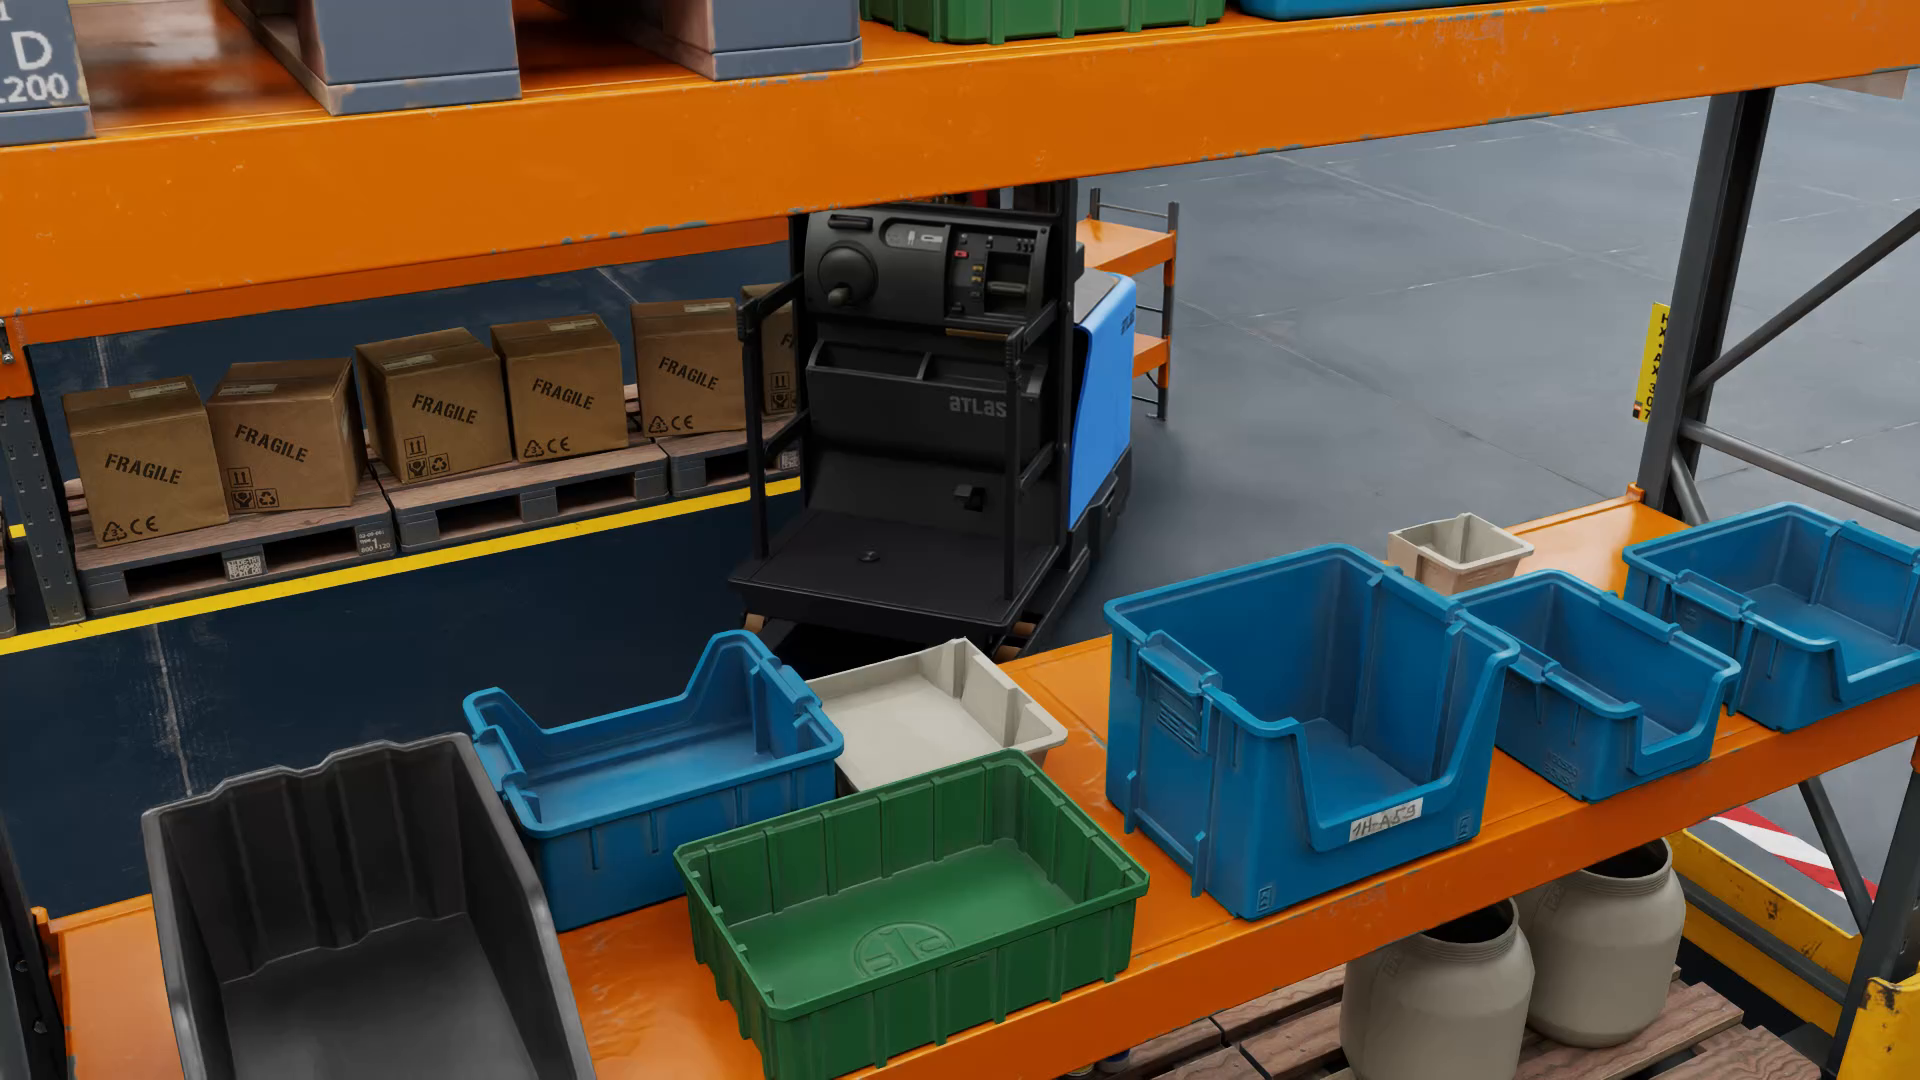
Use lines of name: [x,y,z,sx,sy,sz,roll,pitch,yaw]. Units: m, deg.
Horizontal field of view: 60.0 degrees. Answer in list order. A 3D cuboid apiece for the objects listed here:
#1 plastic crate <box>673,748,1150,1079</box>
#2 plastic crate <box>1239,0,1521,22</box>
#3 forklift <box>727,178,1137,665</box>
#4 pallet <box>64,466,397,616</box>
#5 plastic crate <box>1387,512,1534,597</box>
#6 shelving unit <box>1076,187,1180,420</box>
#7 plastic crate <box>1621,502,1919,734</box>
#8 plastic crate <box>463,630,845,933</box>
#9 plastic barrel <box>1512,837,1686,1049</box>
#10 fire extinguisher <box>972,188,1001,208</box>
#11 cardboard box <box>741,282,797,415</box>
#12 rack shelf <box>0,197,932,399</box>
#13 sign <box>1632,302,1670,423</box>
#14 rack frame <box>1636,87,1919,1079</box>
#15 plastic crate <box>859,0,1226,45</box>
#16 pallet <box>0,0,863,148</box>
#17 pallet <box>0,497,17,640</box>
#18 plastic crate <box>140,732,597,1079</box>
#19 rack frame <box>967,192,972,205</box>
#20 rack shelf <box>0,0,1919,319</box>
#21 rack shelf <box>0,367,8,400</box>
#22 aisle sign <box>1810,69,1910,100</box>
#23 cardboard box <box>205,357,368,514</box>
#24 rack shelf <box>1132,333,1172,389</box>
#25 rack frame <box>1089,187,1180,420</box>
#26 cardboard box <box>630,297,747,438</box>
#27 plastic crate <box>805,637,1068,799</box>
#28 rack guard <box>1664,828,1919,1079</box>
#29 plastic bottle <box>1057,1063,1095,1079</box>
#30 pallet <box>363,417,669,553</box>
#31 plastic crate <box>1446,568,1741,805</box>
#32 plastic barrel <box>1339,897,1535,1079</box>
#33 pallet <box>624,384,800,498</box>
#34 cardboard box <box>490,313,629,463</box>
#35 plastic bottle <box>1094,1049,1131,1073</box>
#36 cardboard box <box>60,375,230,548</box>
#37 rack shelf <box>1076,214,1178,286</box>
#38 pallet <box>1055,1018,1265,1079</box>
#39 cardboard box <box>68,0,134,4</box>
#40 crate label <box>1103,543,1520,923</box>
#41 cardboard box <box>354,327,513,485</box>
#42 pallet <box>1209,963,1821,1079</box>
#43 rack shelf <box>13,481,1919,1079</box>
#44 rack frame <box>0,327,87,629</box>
plastic crate: [-0.083,0.613,2.753,0.662,0.188,0.450,-13,29,-25]
plastic crate: [0.575,-0.971,2.359,0.575,0.384,0.392,-13,29,-25]
forklift: [-0.196,-0.969,5.881,1.130,2.935,3.031,9,27,17]
pallet: [-3.168,-0.099,7.212,1.213,0.211,1.003,-13,29,-25]
plastic crate: [1.175,0.049,3.986,0.250,0.136,0.298,-13,29,-25]
shelving unit: [0.547,-1.016,8.067,0.538,1.125,1.048,18,31,33]
plastic crate: [1.815,0.154,3.635,0.616,0.251,0.499,-13,29,-25]
plastic crate: [-0.565,0.424,3.074,0.616,0.251,0.499,-13,29,-25]
plastic barrel: [1.571,0.967,4.160,0.421,0.512,0.421,0,26,0]
fire extinguisher: [0.103,-1.833,7.691,0.183,0.674,0.296,-13,29,-25]
cardboard box: [-0.773,-0.962,8.191,0.500,0.500,0.500,-8,27,-16]
rack shelf: [-1.979,-1.289,7.300,4.000,0.370,1.077,-13,29,-25]
sign: [1.861,-0.465,4.432,0.005,0.325,0.100,-13,29,-25]
rack frame: [2.116,-0.129,4.053,0.127,3.000,1.000,-13,29,-25]
plastic crate: [0.107,-0.788,2.205,0.450,0.188,0.336,-13,29,-25]
pallet: [-0.823,-0.766,2.131,1.003,0.211,1.213,-13,29,-25]
pallet: [-4.430,0.210,6.568,1.213,0.211,1.003,-13,29,-25]
plastic crate: [-0.892,0.656,2.490,0.504,0.338,0.767,-13,29,-25]
rack frame: [-0.215,-2.020,7.993,0.127,3.000,1.000,-13,29,-25]
rack shelf: [0.351,-0.749,2.711,4.000,0.370,1.077,-13,29,-25]
rack shelf: [-5.509,-0.474,5.603,4.000,0.370,1.077,-13,29,-25]
aisle sign: [2.042,-1.427,3.754,0.004,0.787,0.394,-13,29,-25]
cardboard box: [-2.870,-0.454,7.133,0.500,0.500,0.500,-4,26,-9]
rack shelf: [0.547,-0.796,8.173,0.538,0.278,1.000,18,31,33]
rack frame: [0.857,-1.191,8.430,0.500,1.125,0.032,18,31,33]
cardboard box: [-1.285,-0.827,7.910,0.500,0.500,0.500,-6,26,-12]
plastic crate: [-0.100,0.377,3.303,0.437,0.136,0.530,-13,29,-25]
rack guard: [2.071,1.031,4.524,0.348,0.500,1.175,-13,29,-25]
plastic bottle: [0.278,1.206,3.998,0.097,0.201,0.097,0,26,0]
pallet: [-2.090,-0.349,7.733,1.213,0.211,1.003,-13,29,-25]
plastic crate: [1.240,0.284,3.364,0.408,0.251,0.499,-13,29,-25]
plastic barrel: [1.129,1.069,3.948,0.421,0.512,0.421,0,26,0]
pallet: [-1.015,-0.596,8.247,1.213,0.211,1.003,-13,29,-25]
cardboard box: [-1.846,-0.707,7.660,0.500,0.500,0.500,-10,27,-20]
plastic bottle: [0.370,1.153,4.027,0.097,0.271,0.097,0,26,0]
cardboard box: [-3.372,-0.334,6.884,0.500,0.500,0.500,-14,29,-27]
rack shelf: [0.547,-1.280,7.940,0.538,0.278,1.000,18,31,33]
pallet: [0.277,1.572,3.732,1.213,0.211,1.003,-13,29,-25]
cardboard box: [-3.227,-1.830,5.982,0.500,0.500,0.500,-13,29,-25]
crate label: [0.619,0.333,3.049,0.616,0.435,0.502,-13,29,-25]
cardboard box: [-2.360,-0.610,7.459,0.500,0.500,0.500,-16,30,-30]
pallet: [1.352,1.325,4.246,1.213,0.211,1.003,-13,29,-25]
rack shelf: [0.351,0.603,3.360,4.000,0.370,1.077,-13,29,-25]
rack frame: [-3.744,-1.206,6.296,0.127,3.000,1.000,-13,29,-25]
